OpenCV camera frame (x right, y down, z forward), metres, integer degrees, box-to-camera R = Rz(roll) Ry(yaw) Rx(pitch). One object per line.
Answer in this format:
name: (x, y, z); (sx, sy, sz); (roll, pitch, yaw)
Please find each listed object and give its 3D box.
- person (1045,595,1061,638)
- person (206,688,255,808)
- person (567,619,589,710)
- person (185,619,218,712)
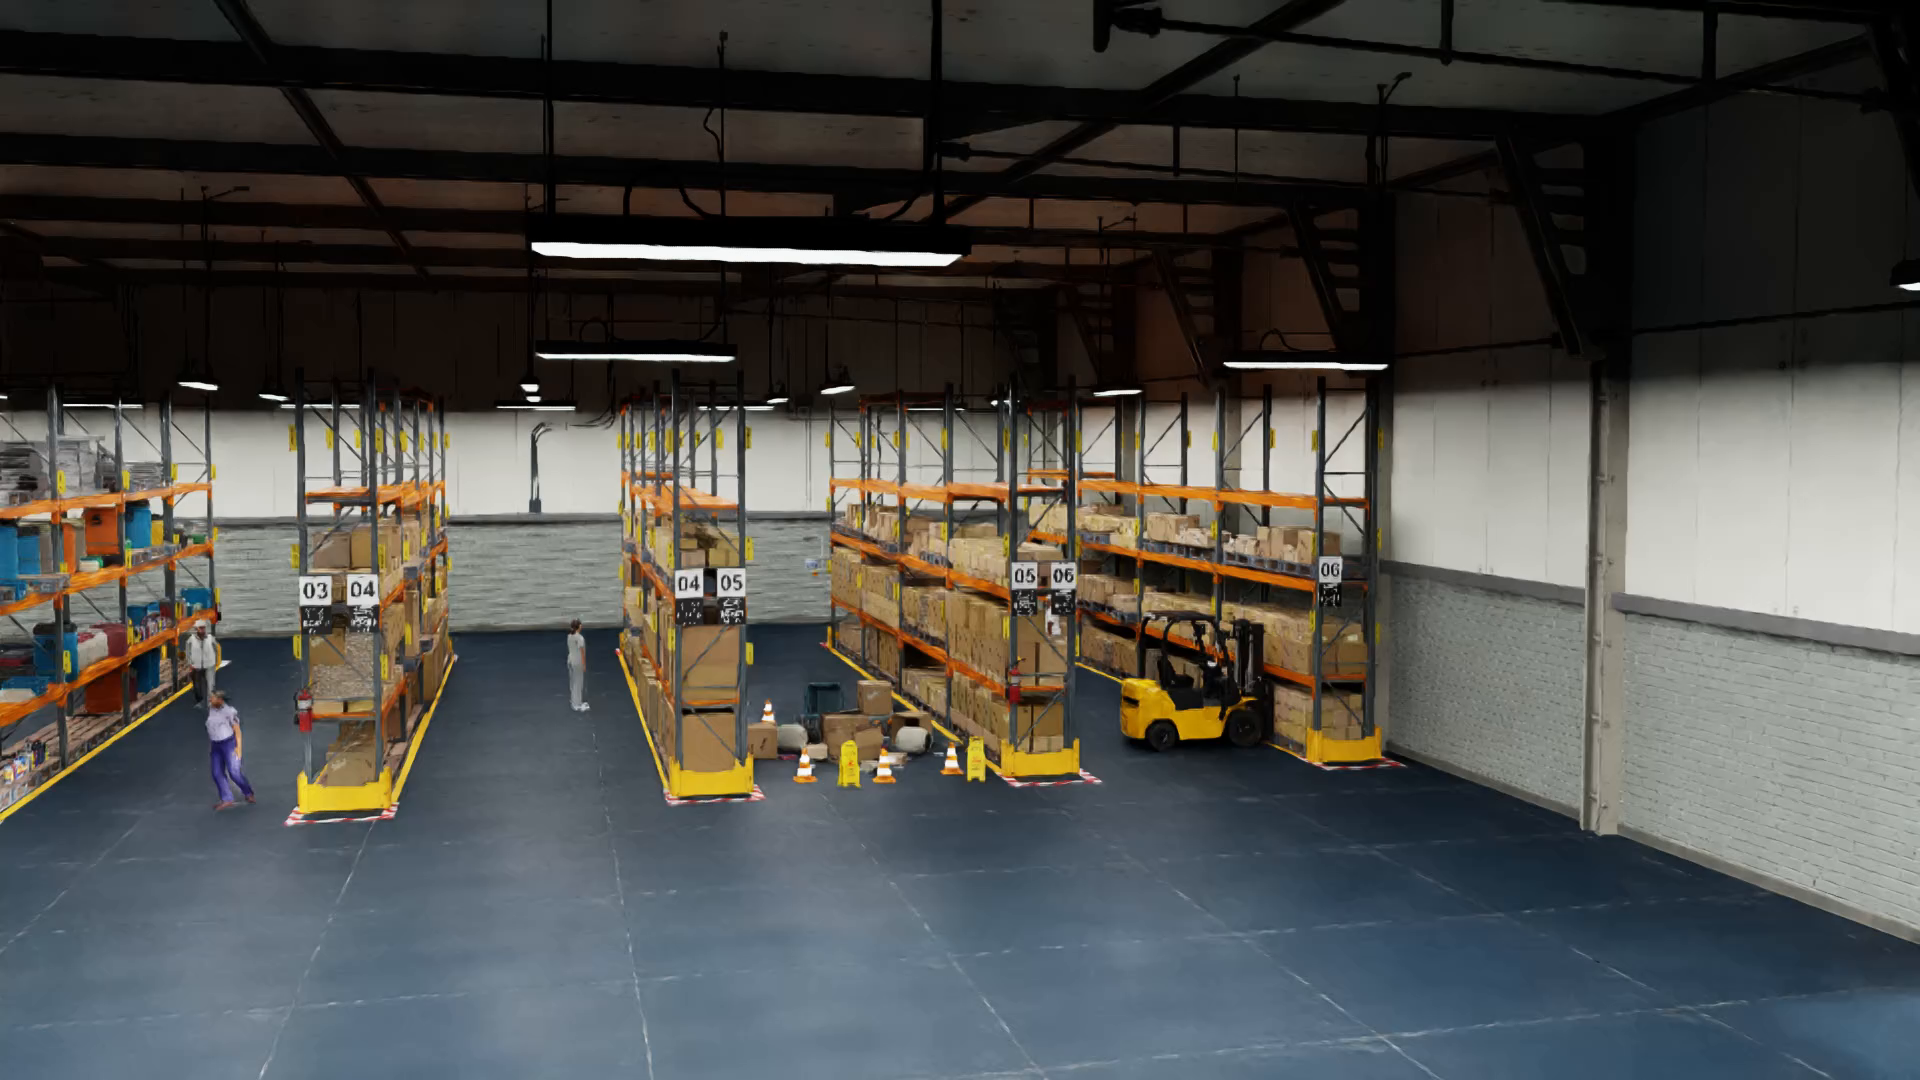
person: (1.917, 2.001, 35.315); (0.585, 1.763, 0.682); (0, 3, 8)
person: (-9.990, 2.830, 22.786); (0.546, 1.634, 0.552); (1, 4, 23)
person: (-7.104, 2.303, 30.989); (0.496, 1.677, 0.431); (3, 5, 44)
person: (-13.978, 2.308, 30.650); (0.538, 1.715, 1.029); (-1, 4, -22)
